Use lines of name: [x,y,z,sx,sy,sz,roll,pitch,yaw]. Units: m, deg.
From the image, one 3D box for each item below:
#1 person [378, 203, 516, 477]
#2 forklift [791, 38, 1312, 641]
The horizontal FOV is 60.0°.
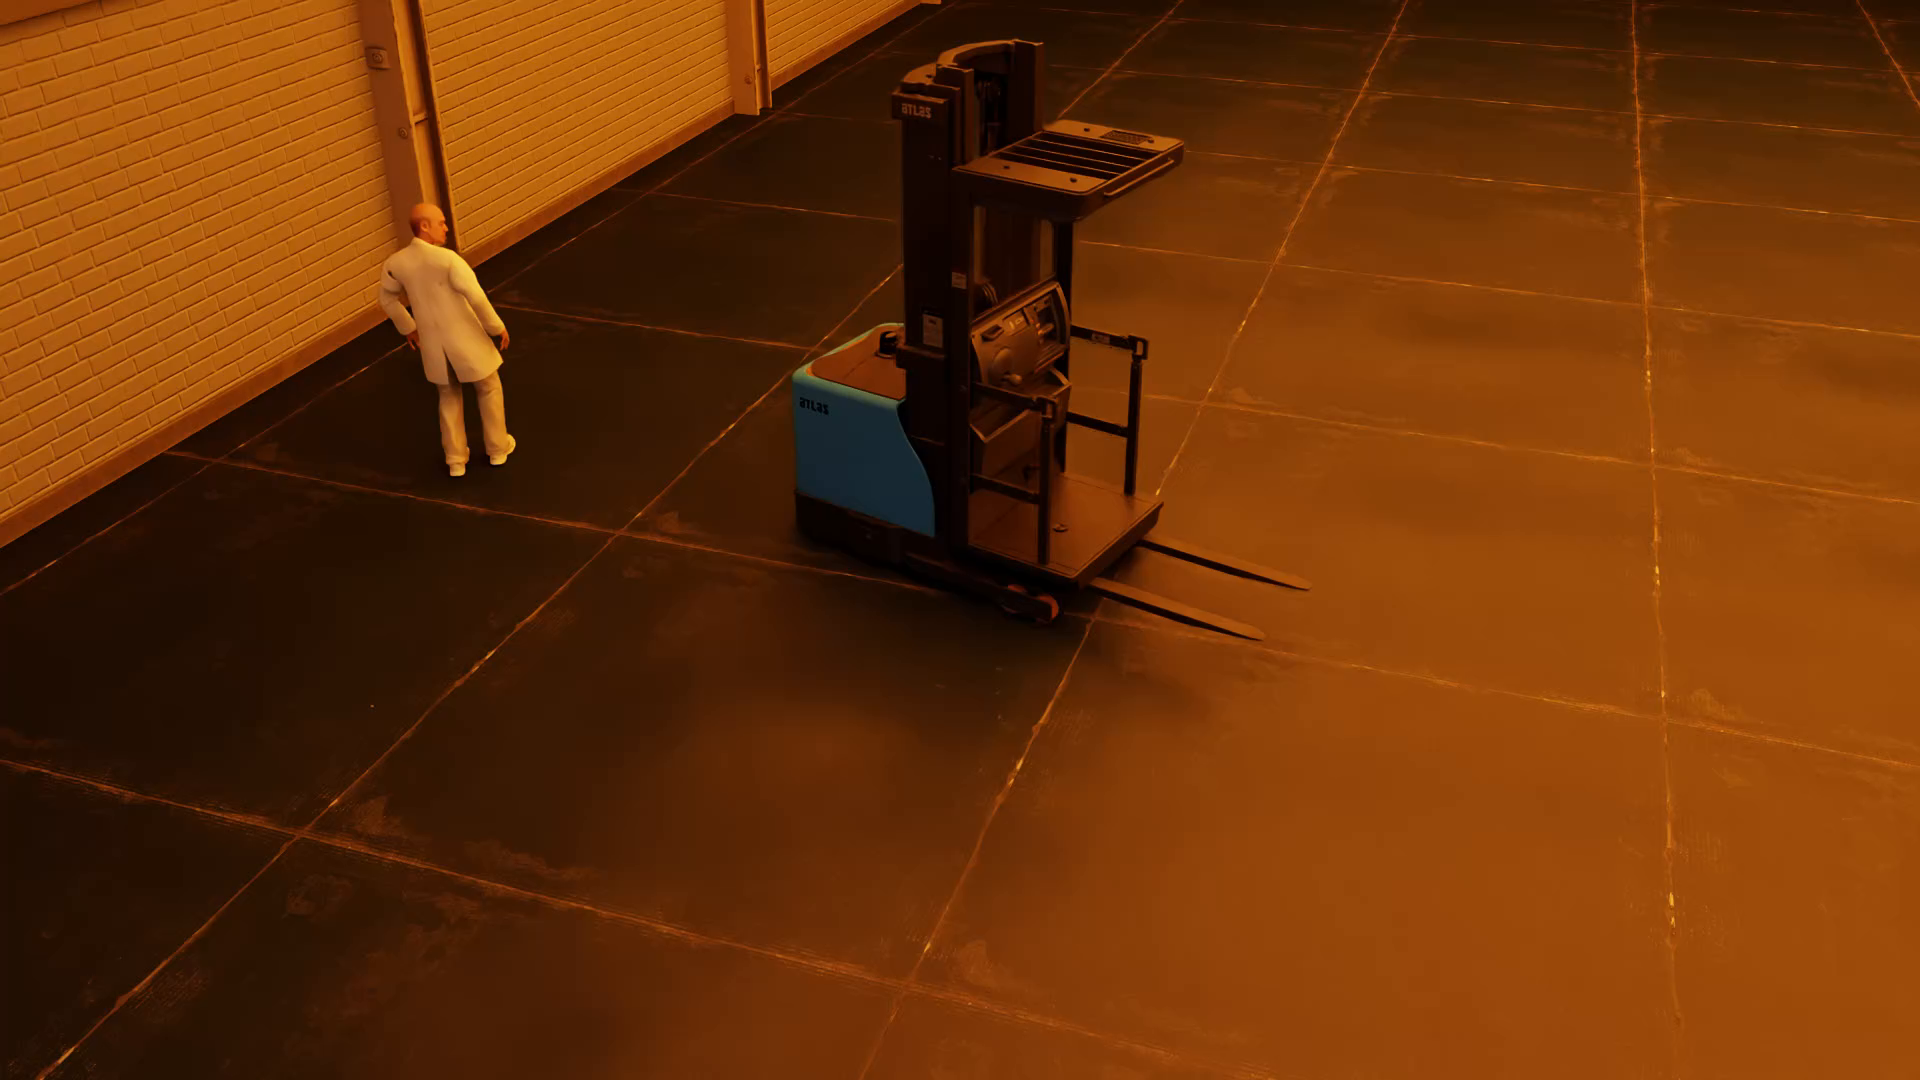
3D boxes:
person: [-3.230,-1.298,10.601,0.798,1.759,0.557,4,30,7]
forklift: [0.509,-1.107,9.078,3.031,2.935,1.130,18,34,29]
